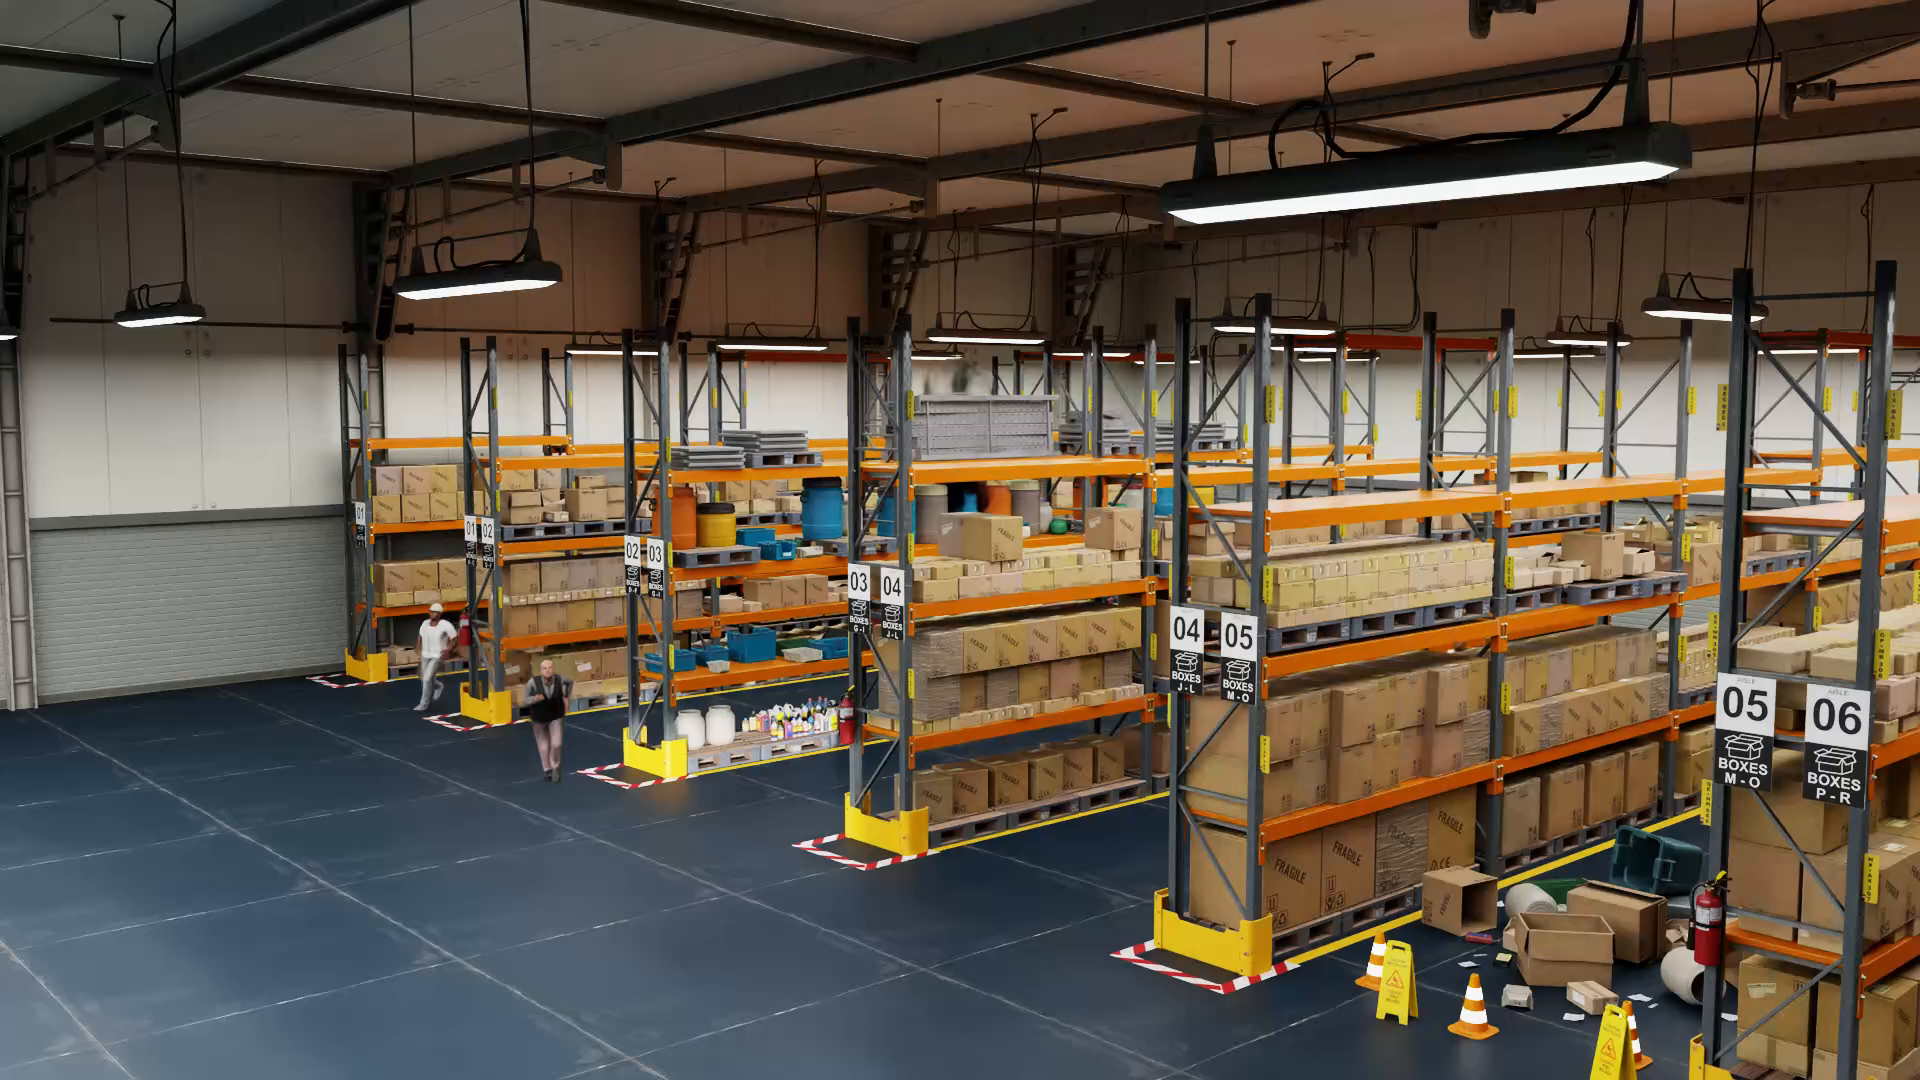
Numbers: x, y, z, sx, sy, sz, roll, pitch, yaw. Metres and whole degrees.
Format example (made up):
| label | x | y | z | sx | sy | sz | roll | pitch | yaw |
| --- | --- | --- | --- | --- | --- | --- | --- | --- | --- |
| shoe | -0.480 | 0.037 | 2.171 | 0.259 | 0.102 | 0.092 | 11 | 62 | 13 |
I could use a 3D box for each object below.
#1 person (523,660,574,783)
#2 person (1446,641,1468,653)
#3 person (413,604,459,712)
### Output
| label | x | y | z | sx | sy | sz | roll | pitch | yaw |
| --- | --- | --- | --- | --- | --- | --- | --- | --- | --- |
| person | -5.383 | 2.363 | 21.783 | 0.640 | 1.648 | 0.886 | -1 | 5 | -12 |
| person | 7.121 | 2.177 | 23.582 | 0.930 | 1.782 | 0.691 | -5 | 7 | -45 |
| person | -8.506 | 1.885 | 27.051 | 0.737 | 1.736 | 0.775 | 2 | 5 | 20 |
